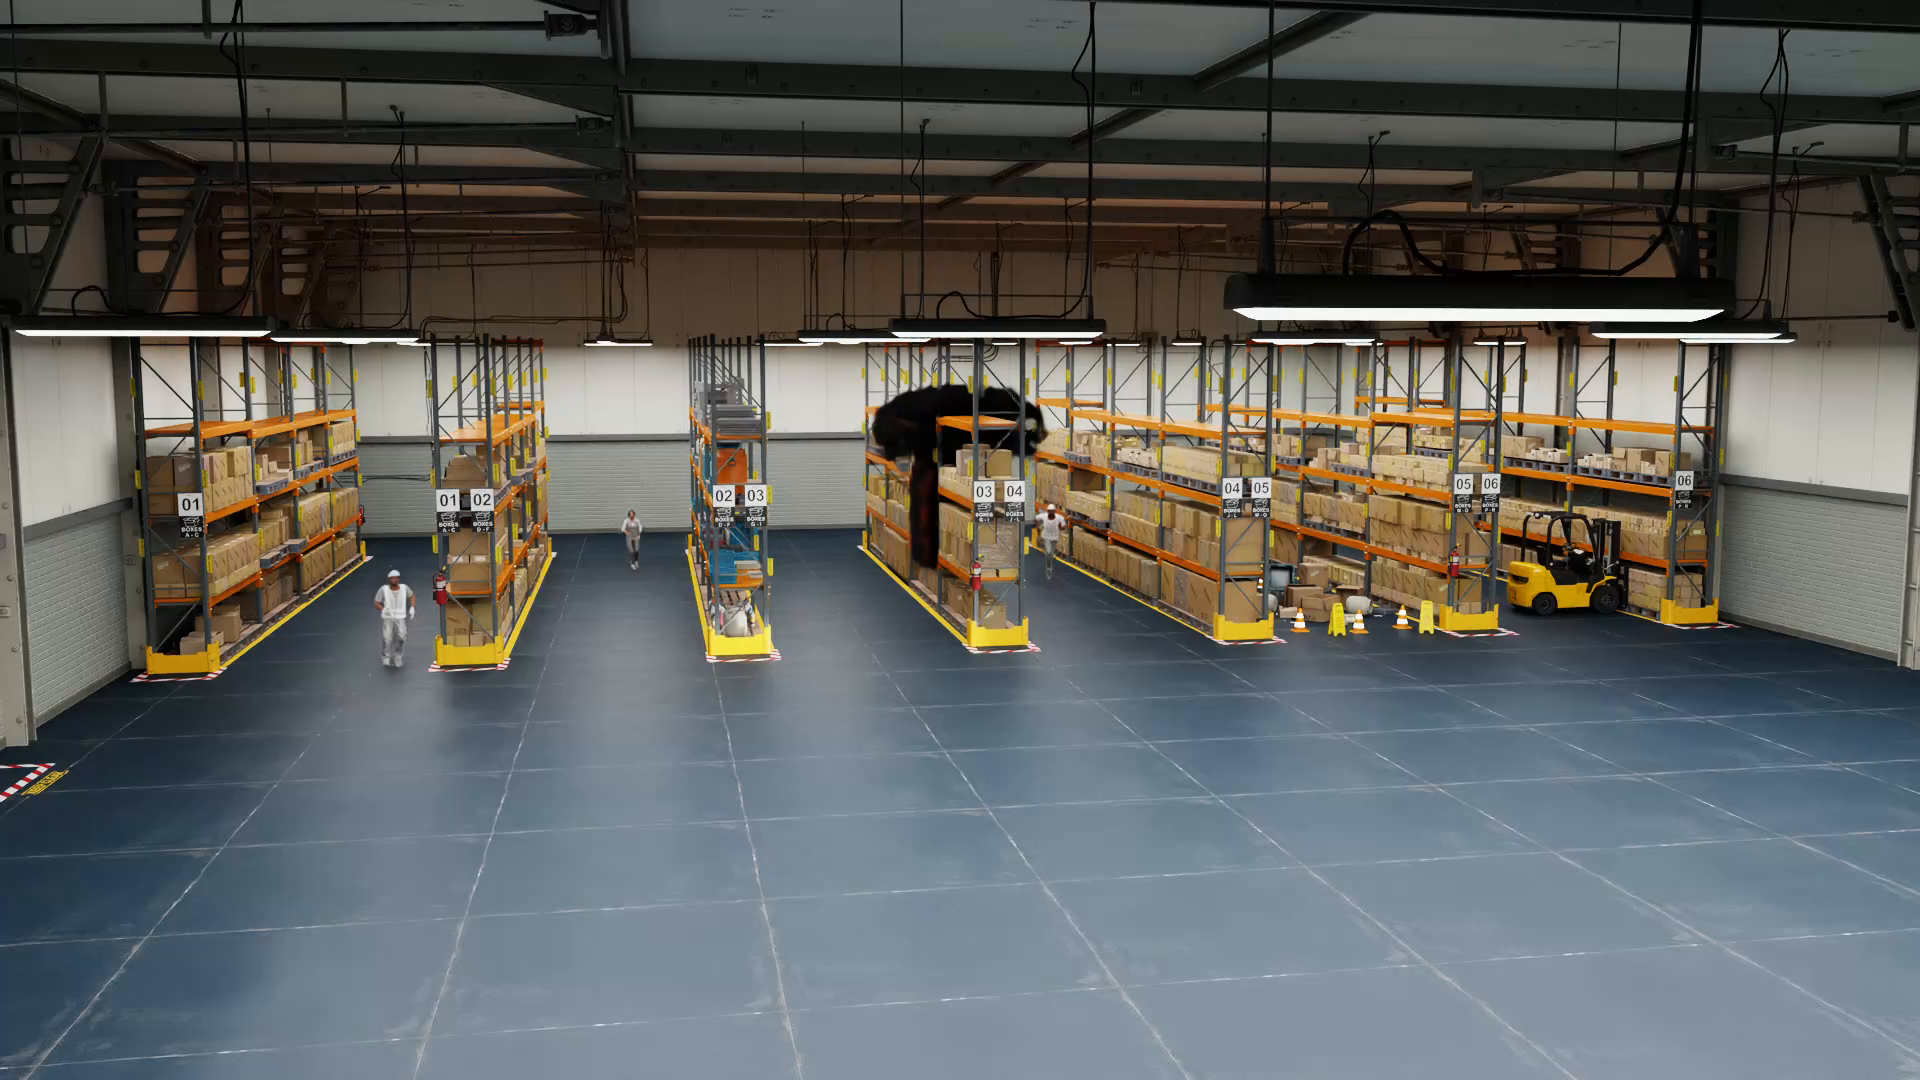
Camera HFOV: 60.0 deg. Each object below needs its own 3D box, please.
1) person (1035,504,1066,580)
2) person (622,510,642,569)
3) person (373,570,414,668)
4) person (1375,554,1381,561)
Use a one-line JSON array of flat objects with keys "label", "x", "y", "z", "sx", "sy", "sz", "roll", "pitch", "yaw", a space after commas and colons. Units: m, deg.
[{"label": "person", "x": 2.168, "y": 0.034, "z": 39.946, "sx": 0.687, "sy": 1.824, "sz": 0.900, "roll": -1, "pitch": 7, "yaw": -11}, {"label": "person", "x": -8.514, "y": -0.010, "z": 43.215, "sx": 0.534, "sy": 1.561, "sz": 0.575, "roll": -2, "pitch": 7, "yaw": -15}, {"label": "person", "x": -10.161, "y": 1.431, "z": 29.951, "sx": 0.737, "sy": 1.784, "sz": 0.622, "roll": -3, "pitch": 7, "yaw": -28}, {"label": "person", "x": 10.551, "y": 0.228, "z": 41.290, "sx": 0.541, "sy": 1.585, "sz": 0.979, "roll": -2, "pitch": 7, "yaw": -17}]
